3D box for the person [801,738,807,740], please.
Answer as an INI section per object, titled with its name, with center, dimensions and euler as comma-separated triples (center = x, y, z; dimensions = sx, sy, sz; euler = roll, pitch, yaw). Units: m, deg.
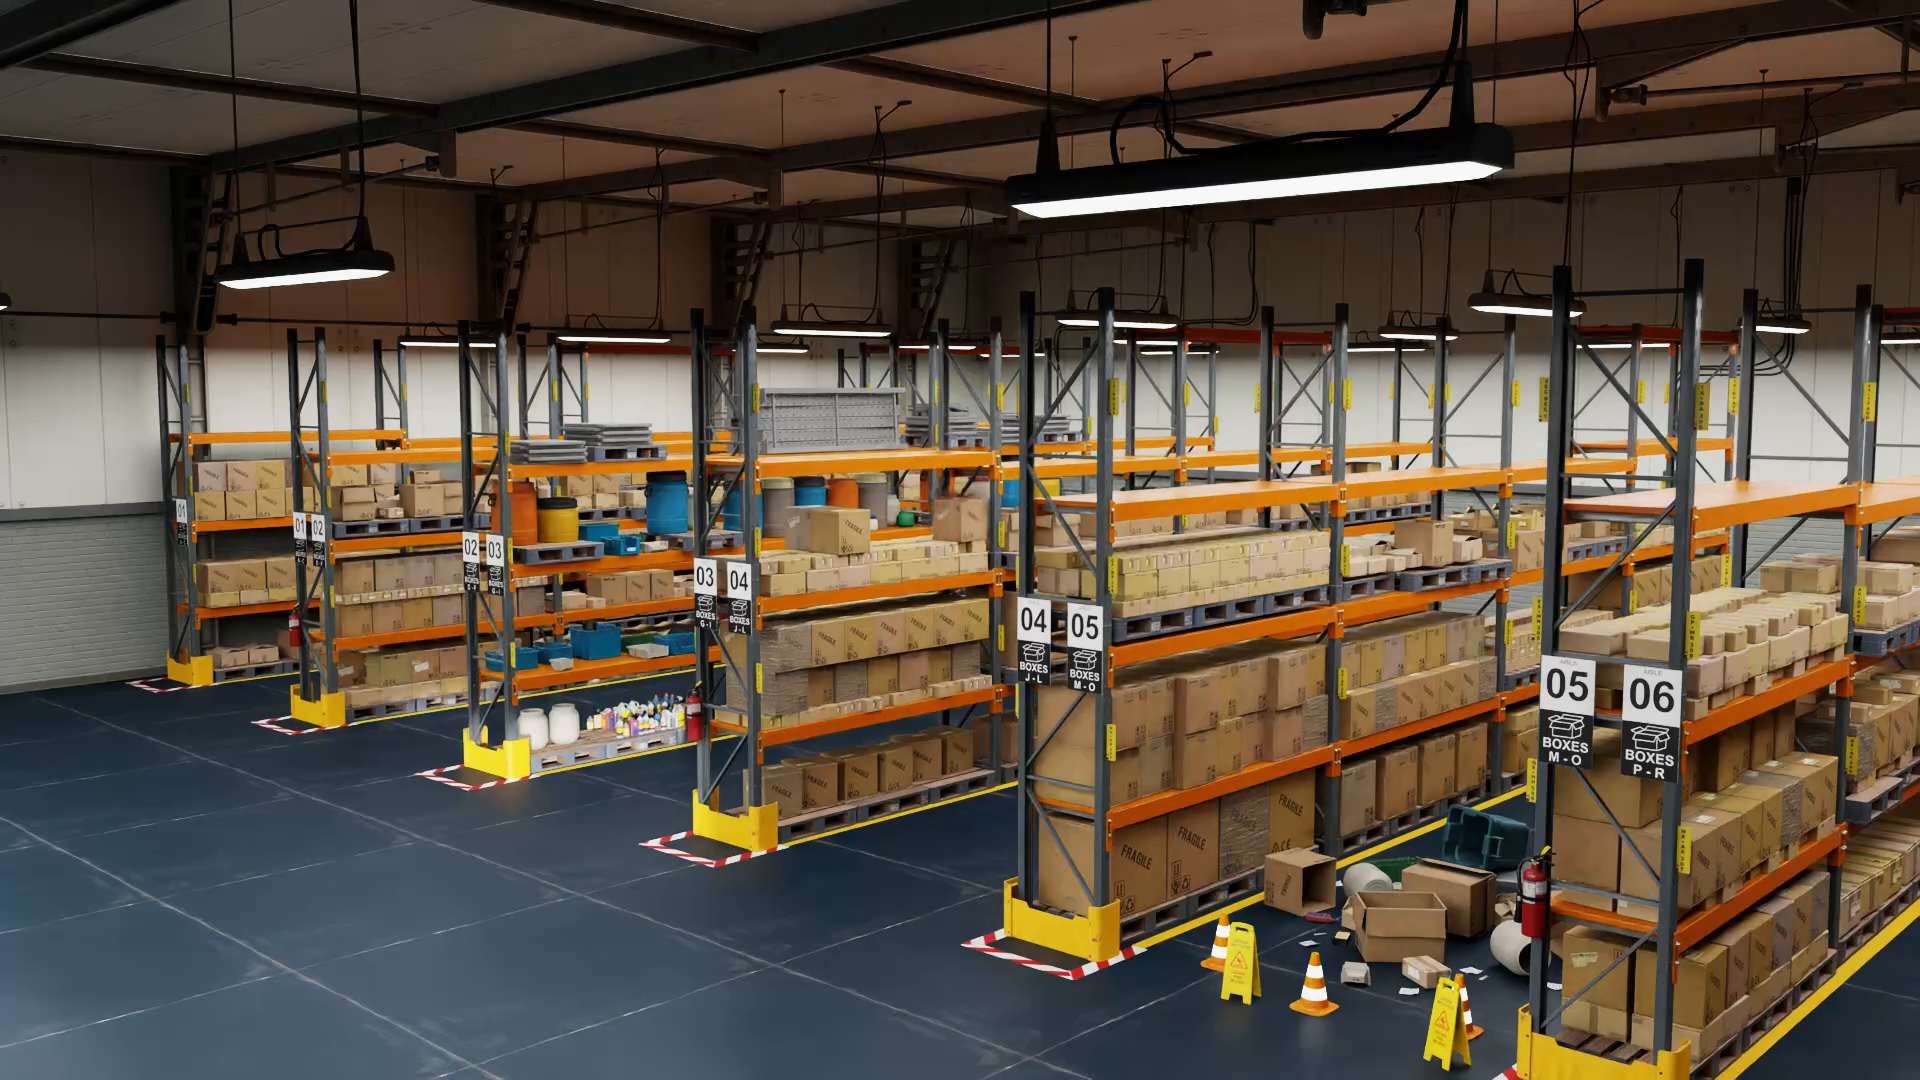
[person]
center = -2.111, 2.055, 24.268
dimensions = 0.537, 1.617, 1.068
euler = 2, 6, 16
